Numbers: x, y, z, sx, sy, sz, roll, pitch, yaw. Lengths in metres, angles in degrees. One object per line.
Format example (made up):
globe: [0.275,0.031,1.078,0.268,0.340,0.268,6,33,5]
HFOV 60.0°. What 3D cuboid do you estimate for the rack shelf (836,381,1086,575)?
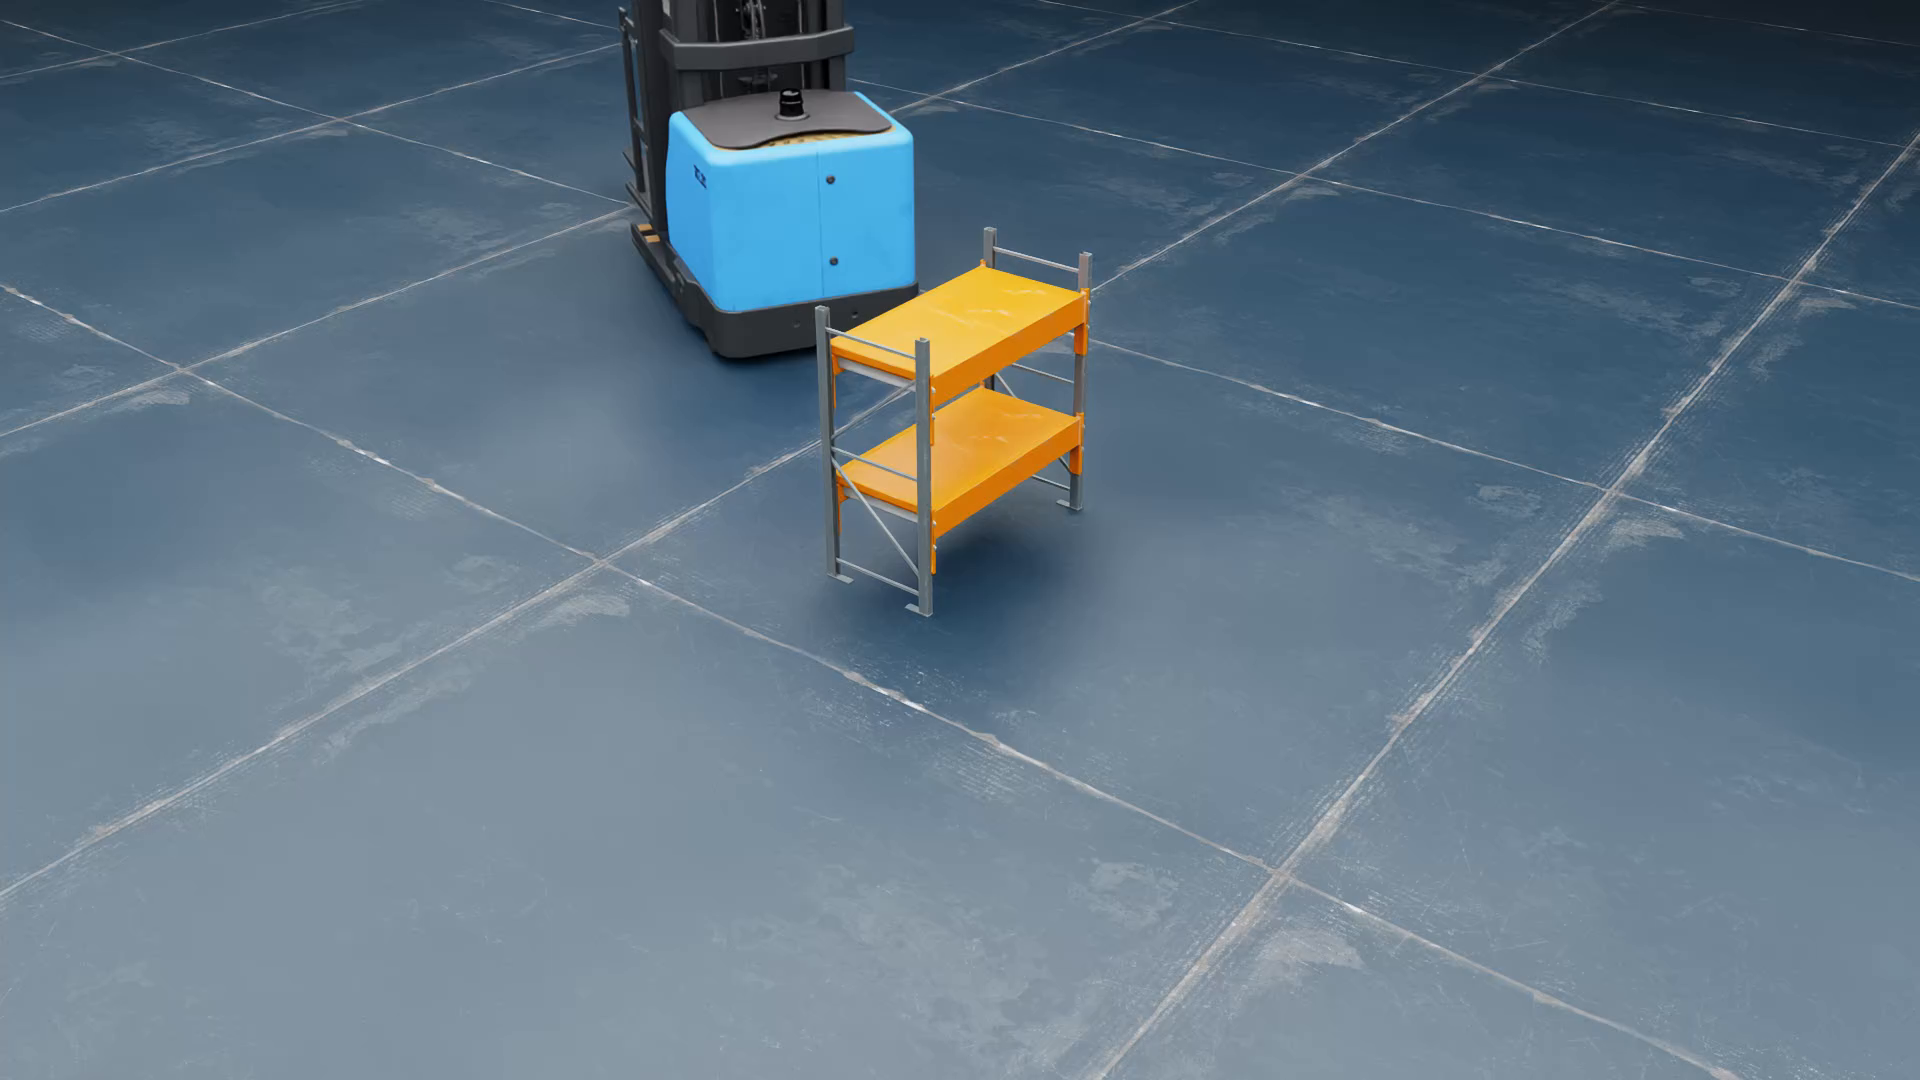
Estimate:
rack shelf: [-0.004,-0.271,6.583,0.538,0.278,1.000,21,37,31]

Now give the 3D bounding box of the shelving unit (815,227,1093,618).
shelving unit: [-0.004,-0.481,6.459,0.538,1.125,1.048,21,37,31]

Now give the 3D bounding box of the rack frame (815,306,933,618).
rack frame: [-0.311,-0.275,6.110,0.500,1.125,0.032,21,37,31]

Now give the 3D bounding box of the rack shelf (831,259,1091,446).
rack shelf: [-0.004,-0.733,6.309,0.538,0.278,1.000,21,37,31]

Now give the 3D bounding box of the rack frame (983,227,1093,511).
rack frame: [0.303,-0.688,6.807,0.500,1.125,0.032,21,37,31]

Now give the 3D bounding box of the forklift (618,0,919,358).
forklift: [-1.234,-2.884,8.741,1.130,2.935,3.031,-12,33,-19]
